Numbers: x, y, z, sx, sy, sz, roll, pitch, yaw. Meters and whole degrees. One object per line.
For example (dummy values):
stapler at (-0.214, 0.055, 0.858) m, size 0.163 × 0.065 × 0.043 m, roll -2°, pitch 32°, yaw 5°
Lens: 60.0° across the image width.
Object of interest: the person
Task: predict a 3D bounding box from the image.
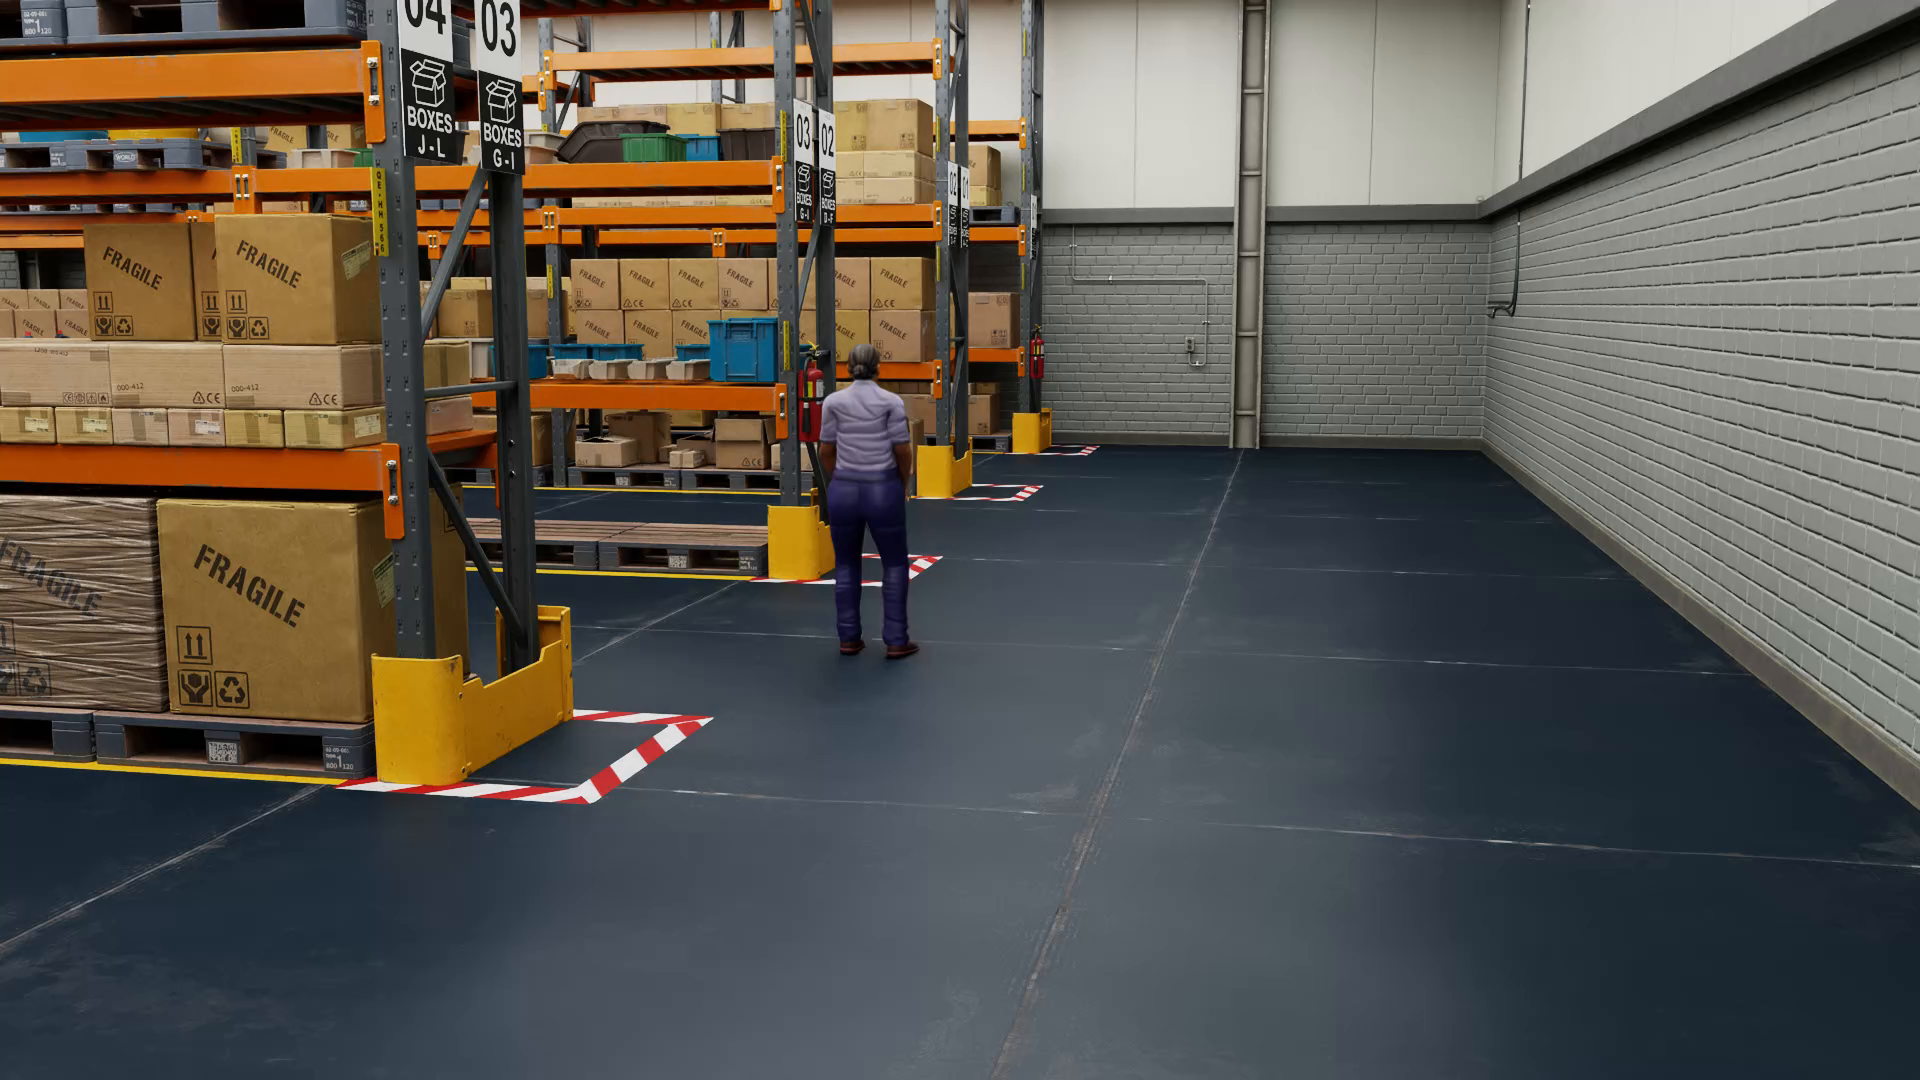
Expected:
person at (-0.484, -0.212, 8.827) m, size 0.510 × 1.656 × 0.421 m, roll 1°, pitch 8°, yaw 10°
